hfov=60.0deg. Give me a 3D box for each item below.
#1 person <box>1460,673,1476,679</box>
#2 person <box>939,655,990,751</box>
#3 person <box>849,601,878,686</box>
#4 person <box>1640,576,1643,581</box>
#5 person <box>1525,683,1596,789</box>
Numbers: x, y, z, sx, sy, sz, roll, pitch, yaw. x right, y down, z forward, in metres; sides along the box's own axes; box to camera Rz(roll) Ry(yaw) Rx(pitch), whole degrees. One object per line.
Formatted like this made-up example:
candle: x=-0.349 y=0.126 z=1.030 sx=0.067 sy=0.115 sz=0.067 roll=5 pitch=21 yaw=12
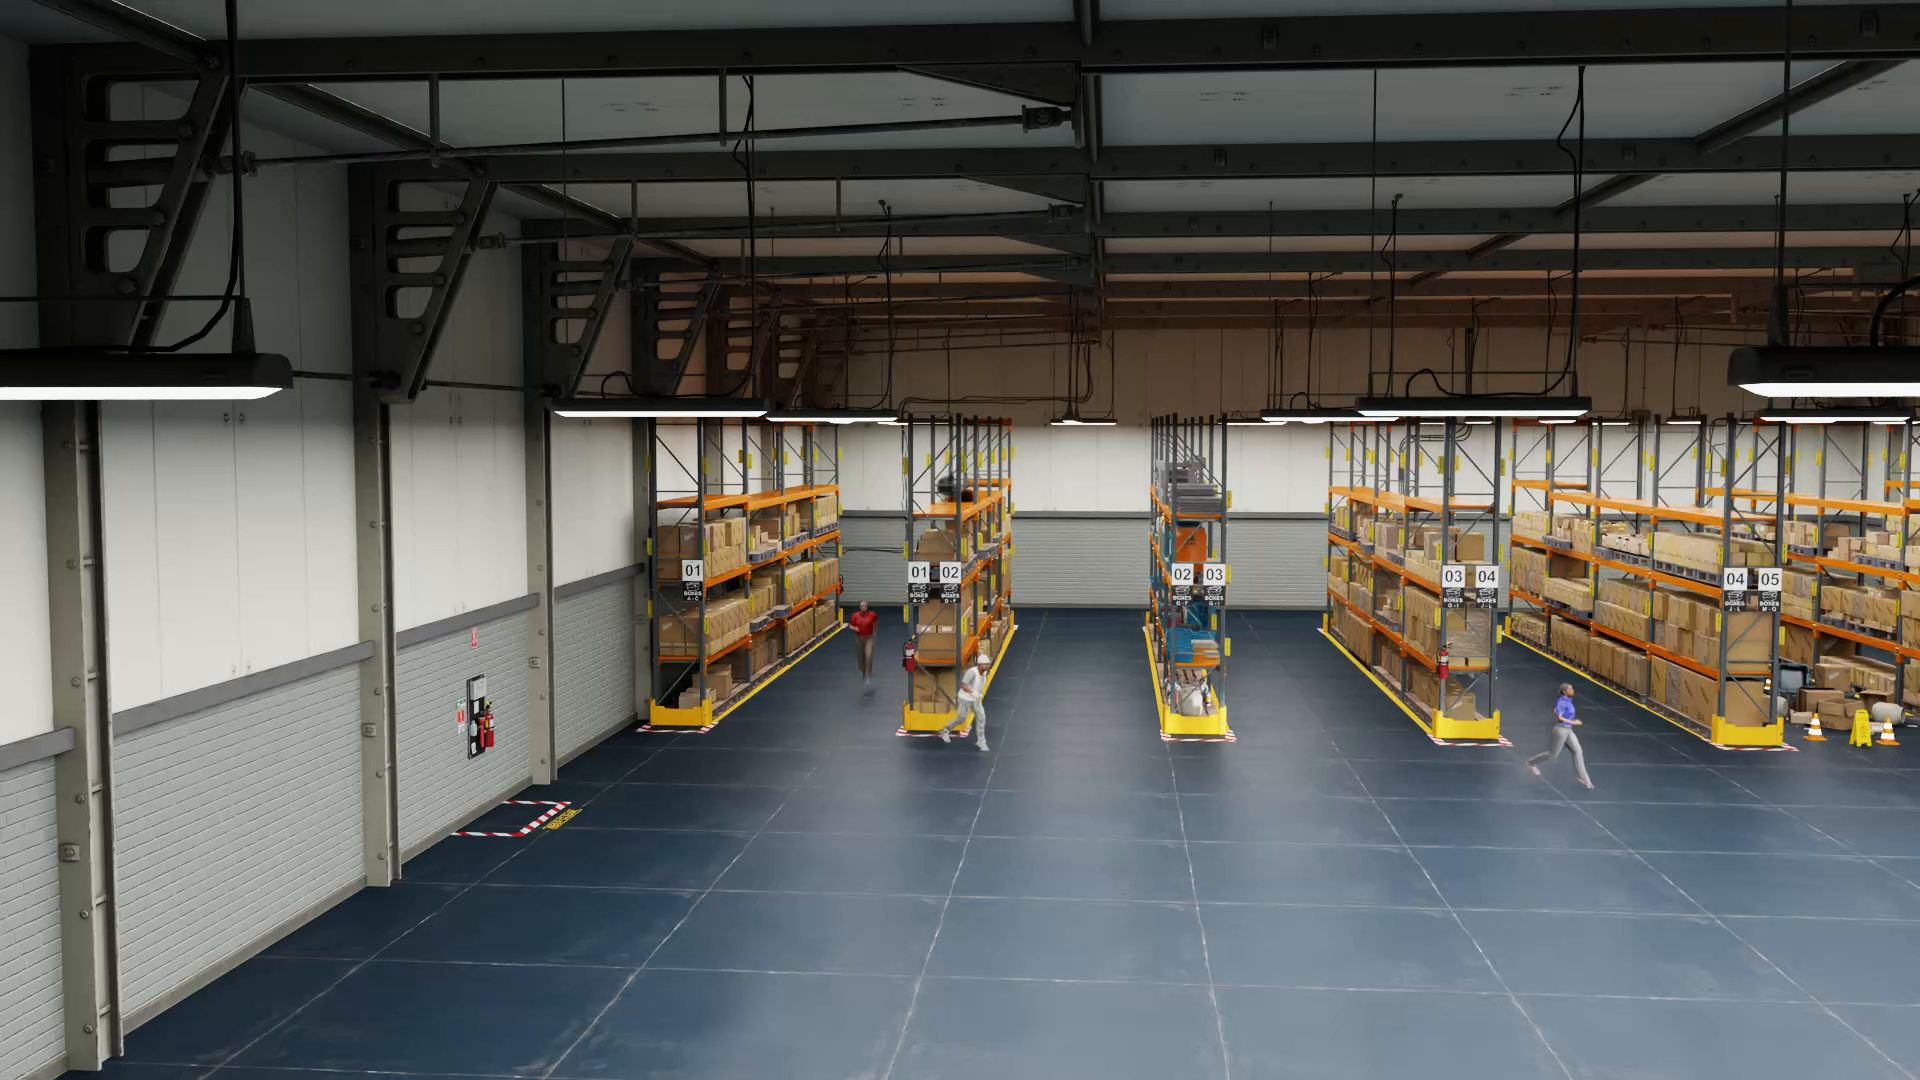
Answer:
person: x=11.645 y=2.271 z=38.212 sx=0.657 sy=1.846 sz=0.768 roll=0 pitch=4 yaw=4
person: x=0.103 y=2.889 z=29.731 sx=1.051 sy=1.738 sz=0.724 roll=2 pitch=4 yaw=28
person: x=-2.074 y=2.190 z=35.766 sx=0.608 sy=1.781 sz=0.873 roll=0 pitch=4 yaw=2
person: x=19.349 y=1.796 z=47.117 sx=0.598 sy=1.541 sz=0.524 roll=0 pitch=4 yaw=3
person: x=9.618 y=3.116 z=26.642 sx=1.077 sy=1.675 sz=0.543 roll=3 pitch=5 yaw=40
